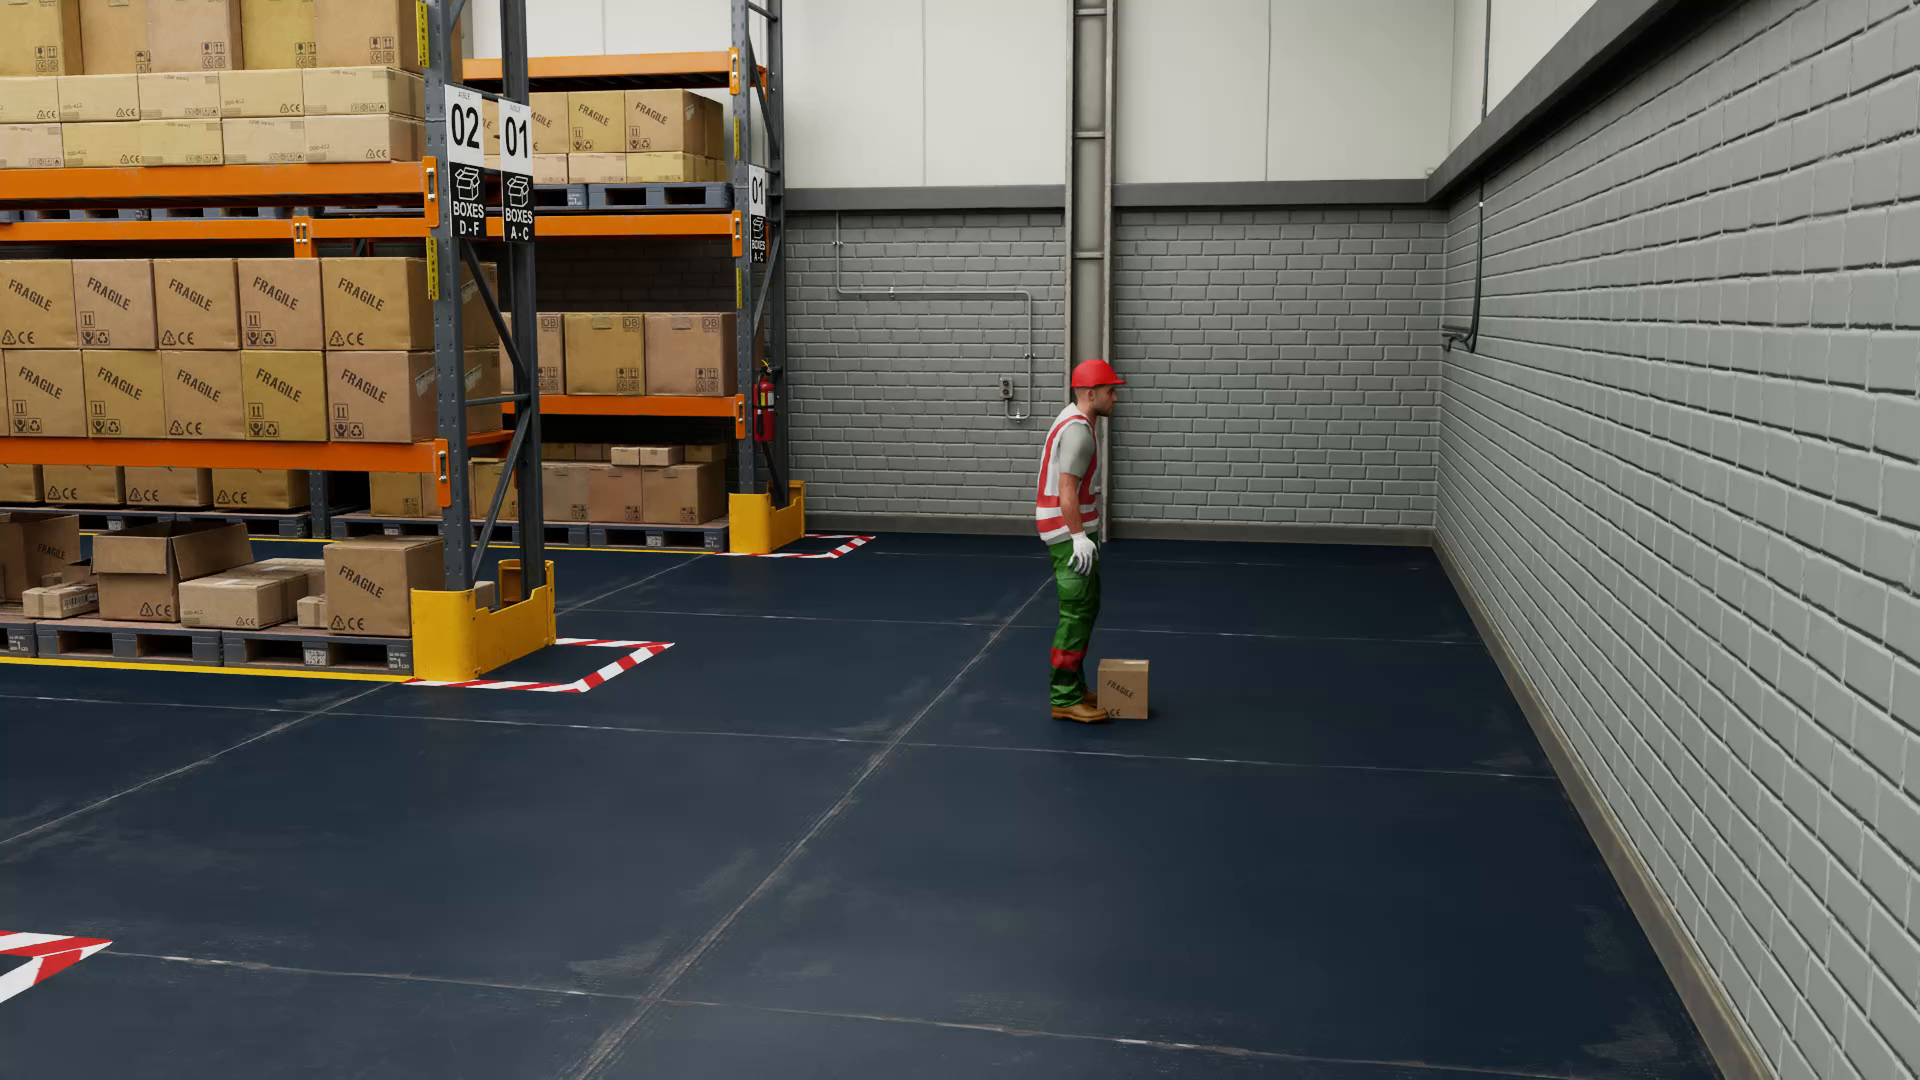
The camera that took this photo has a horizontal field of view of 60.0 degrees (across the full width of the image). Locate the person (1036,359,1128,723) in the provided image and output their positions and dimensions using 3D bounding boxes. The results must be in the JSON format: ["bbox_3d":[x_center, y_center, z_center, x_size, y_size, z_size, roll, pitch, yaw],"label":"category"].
[{"bbox_3d":[0.607,-0.013,8.349,0.448,1.780,0.620,1,8,8],"label":"person"}]
